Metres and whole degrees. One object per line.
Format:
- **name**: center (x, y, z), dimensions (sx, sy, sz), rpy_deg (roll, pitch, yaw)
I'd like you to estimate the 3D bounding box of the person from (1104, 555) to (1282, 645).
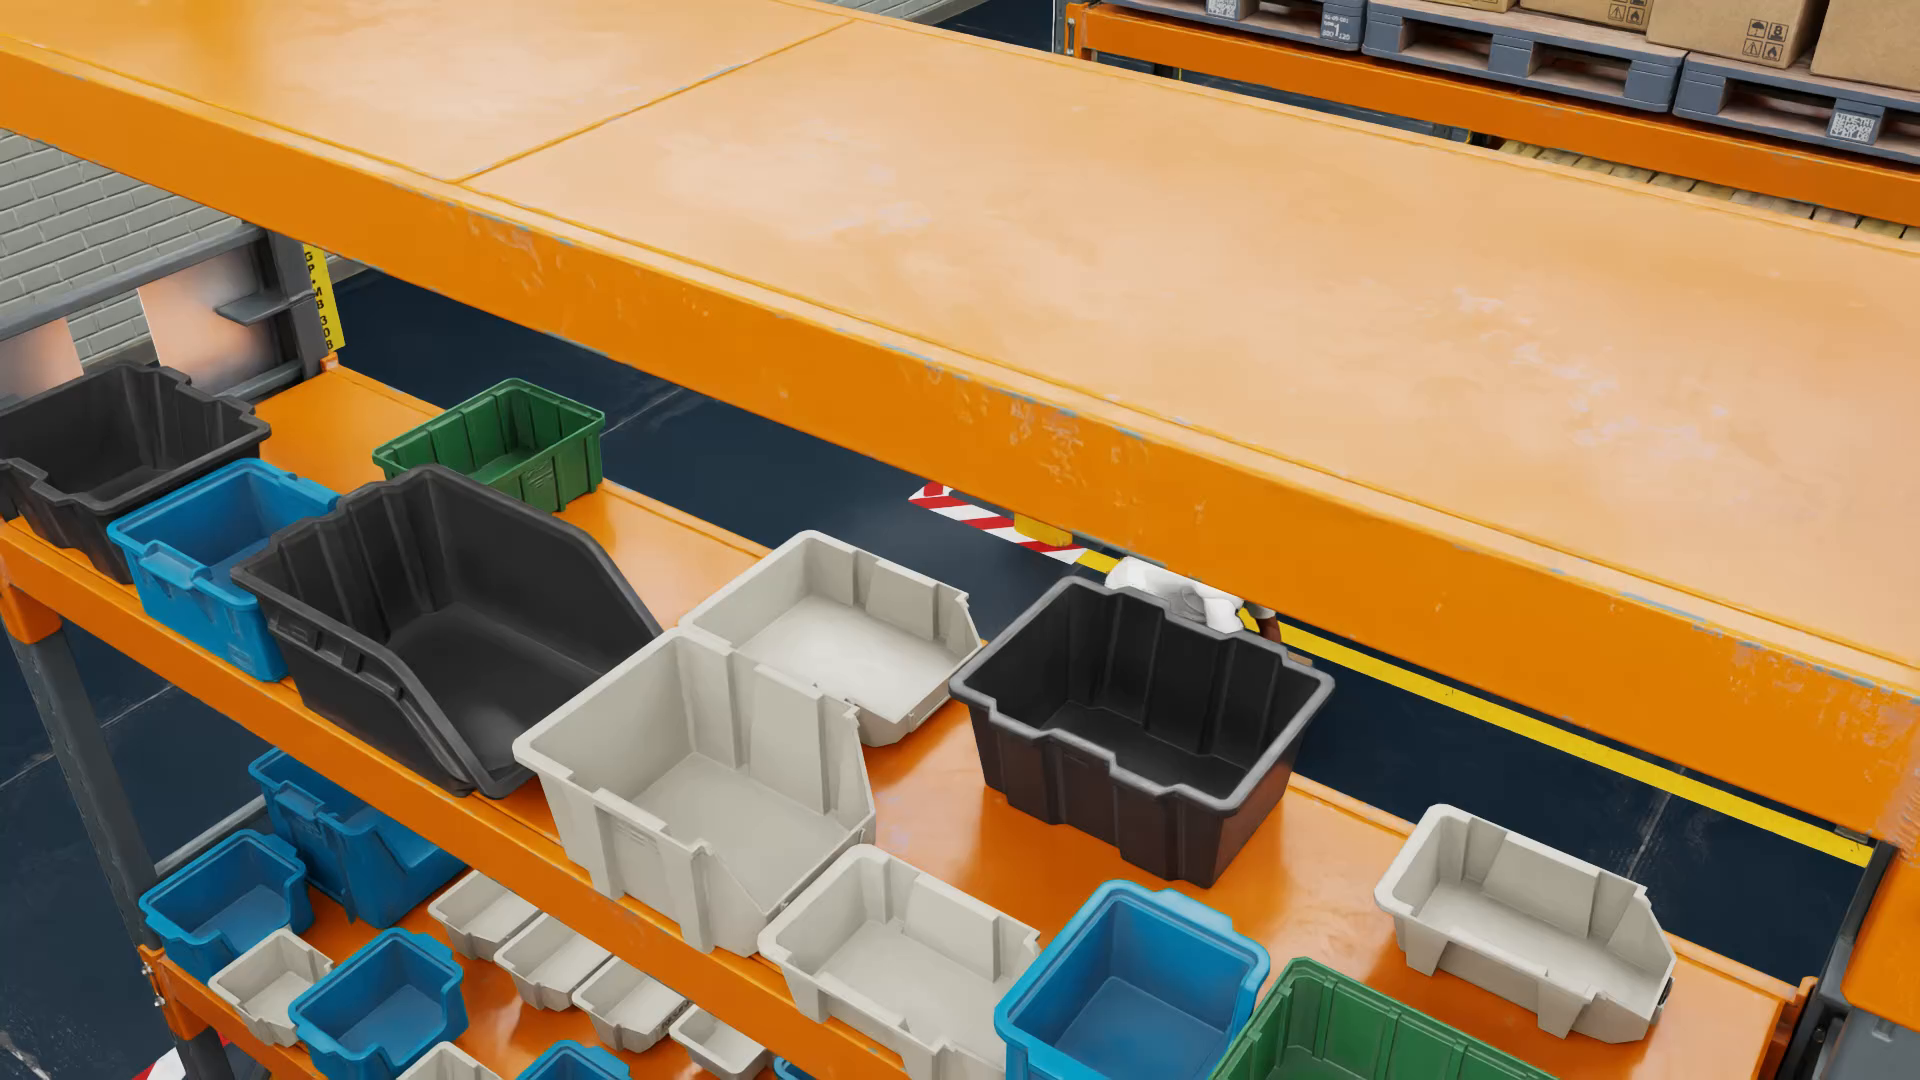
- **person**: center (1.108, 0.388, 7.405), dimensions (0.941, 1.006, 0.528), rpy_deg (20, 39, 27)
